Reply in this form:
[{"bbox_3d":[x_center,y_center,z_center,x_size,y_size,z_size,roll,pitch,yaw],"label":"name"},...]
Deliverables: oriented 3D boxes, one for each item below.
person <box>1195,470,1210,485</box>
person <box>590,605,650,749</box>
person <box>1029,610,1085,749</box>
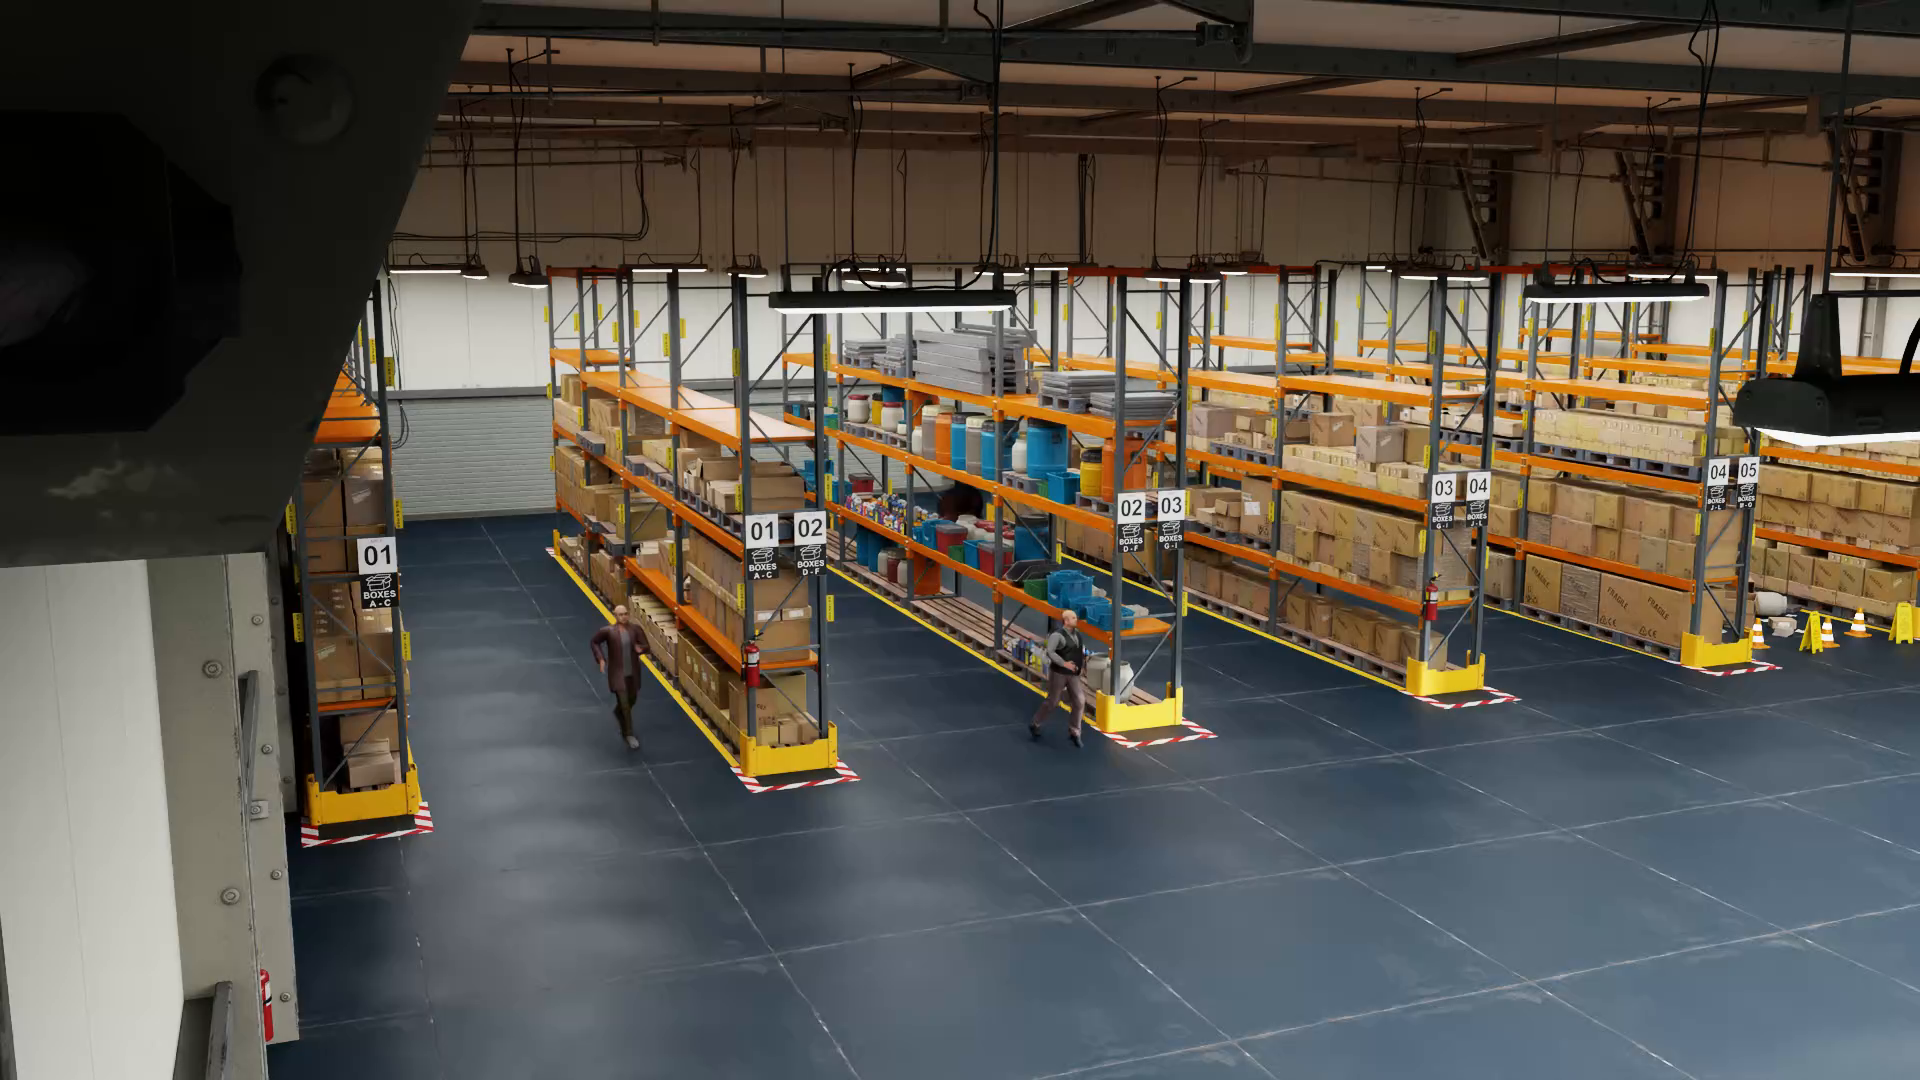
[{"bbox_3d":[6.130,-1.759,41.784,0.545,1.694,0.738,6,11,30],"label":"person"},{"bbox_3d":[-4.353,1.715,21.521,0.703,1.765,1.064,-6,12,-33],"label":"person"},{"bbox_3d":[1.386,1.775,21.583,0.727,1.739,0.843,-9,13,-42],"label":"person"}]
